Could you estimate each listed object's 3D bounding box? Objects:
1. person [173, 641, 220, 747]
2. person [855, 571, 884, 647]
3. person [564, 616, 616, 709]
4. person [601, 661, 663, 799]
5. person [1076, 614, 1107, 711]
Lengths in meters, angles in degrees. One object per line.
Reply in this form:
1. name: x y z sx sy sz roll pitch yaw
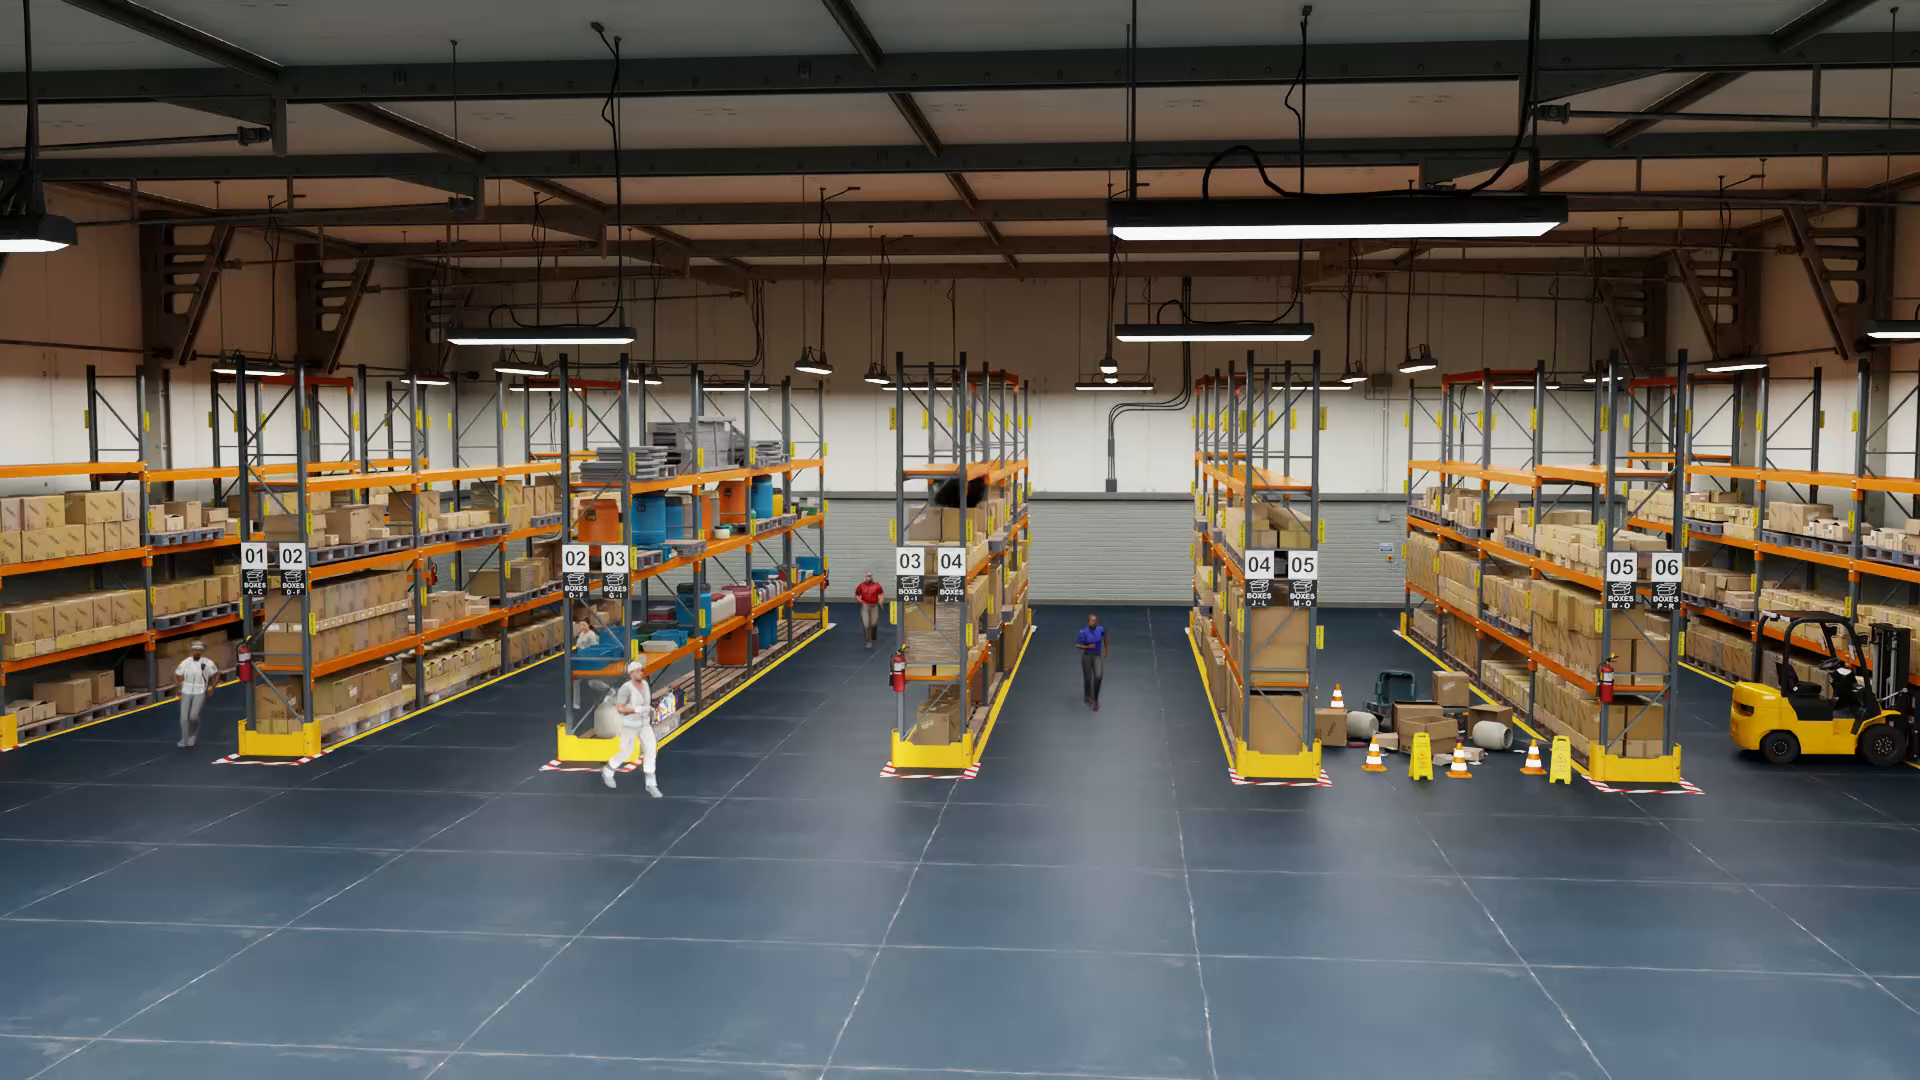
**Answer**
1. person: -11.751 2.364 25.550 0.634 1.642 0.590 -1 4 -11
2. person: -2.011 1.542 37.015 0.664 1.685 0.599 0 4 -5
3. person: -6.458 2.118 28.975 0.529 1.623 0.942 3 5 40
4. person: -4.382 2.518 22.325 0.983 1.813 0.672 3 5 40
5. person: 2.308 2.122 29.078 0.599 1.686 0.834 -1 4 -7
